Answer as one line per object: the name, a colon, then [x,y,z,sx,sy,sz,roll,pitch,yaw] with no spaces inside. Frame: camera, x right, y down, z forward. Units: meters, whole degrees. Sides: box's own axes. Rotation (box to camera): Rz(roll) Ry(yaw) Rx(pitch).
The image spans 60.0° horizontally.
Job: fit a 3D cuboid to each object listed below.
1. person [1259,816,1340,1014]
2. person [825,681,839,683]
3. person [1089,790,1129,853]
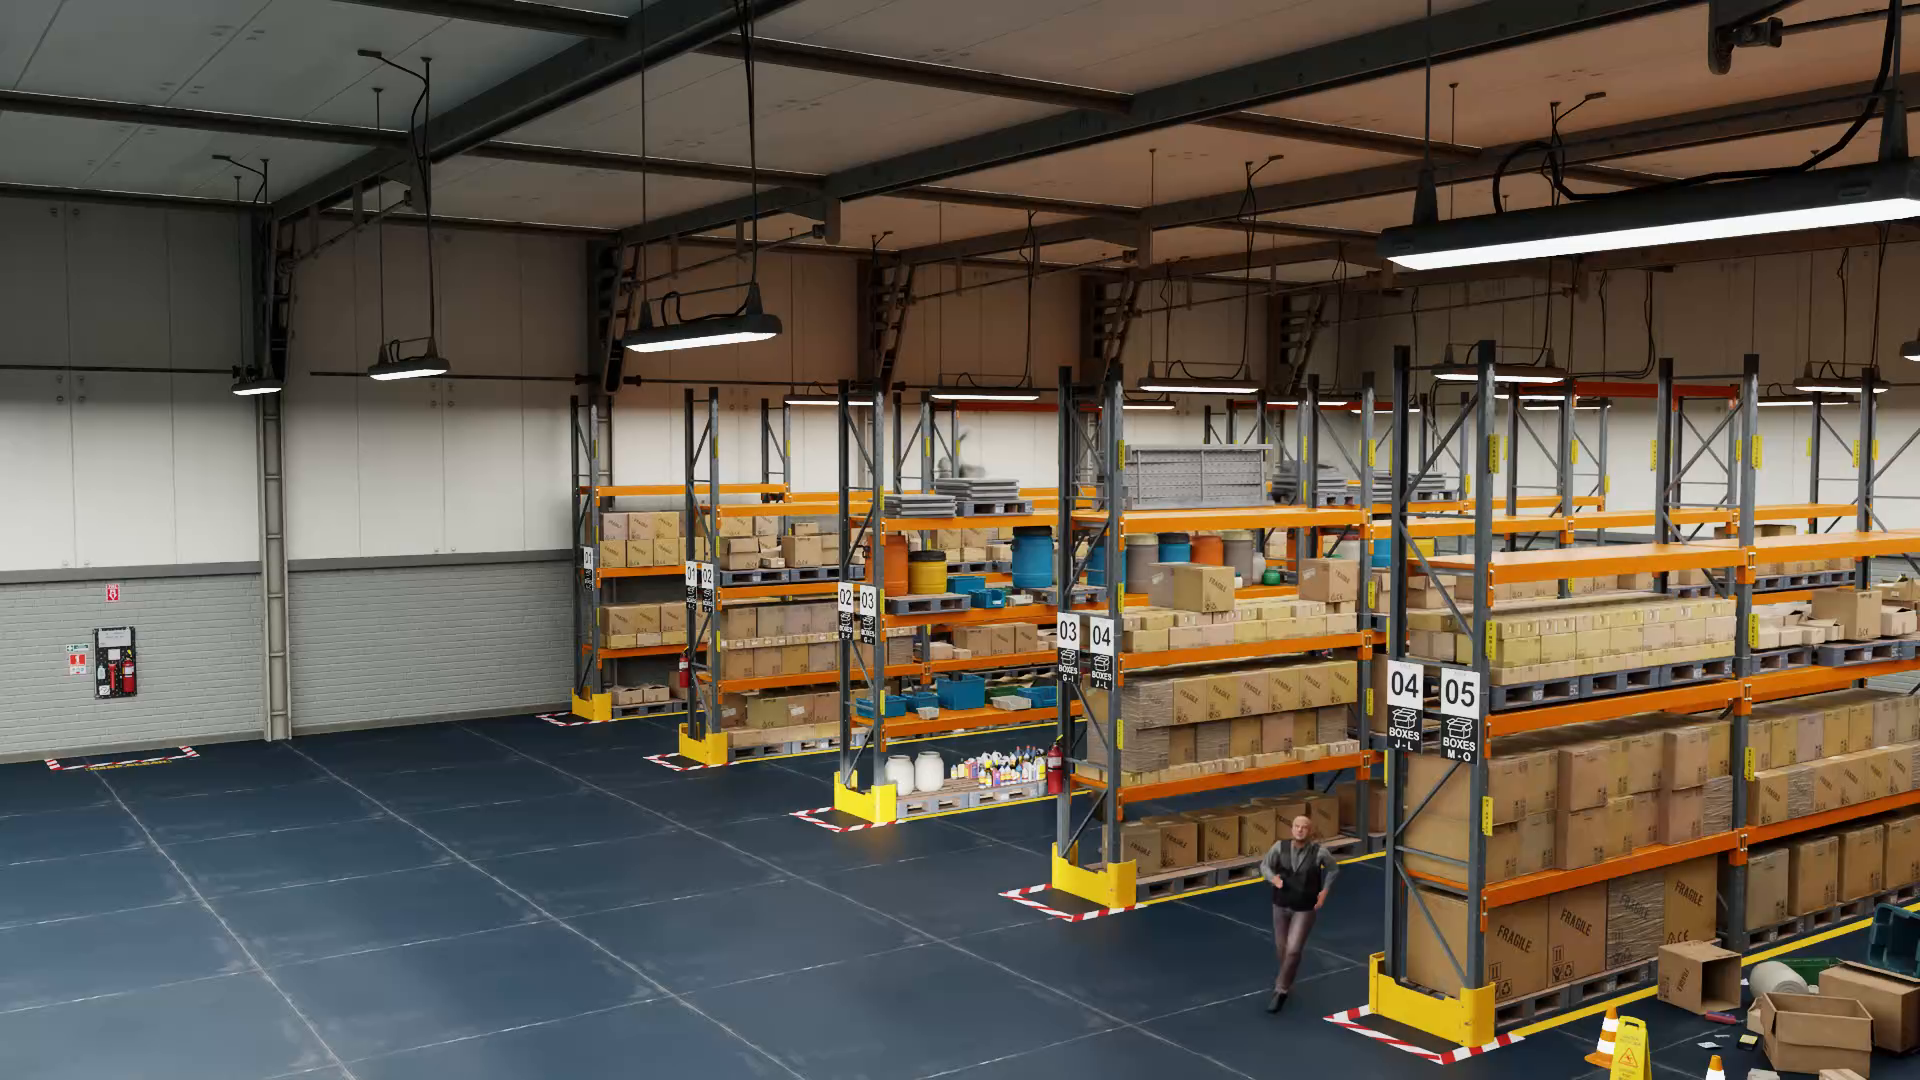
person: [3.079,3.383,15.210,0.683,1.750,0.779,2,4,29]
person: [-2.368,2.528,30.385,0.547,1.609,0.573,-3,5,-43]
person: [1.936,3.043,20.797,0.671,1.731,0.729,-3,4,-40]
